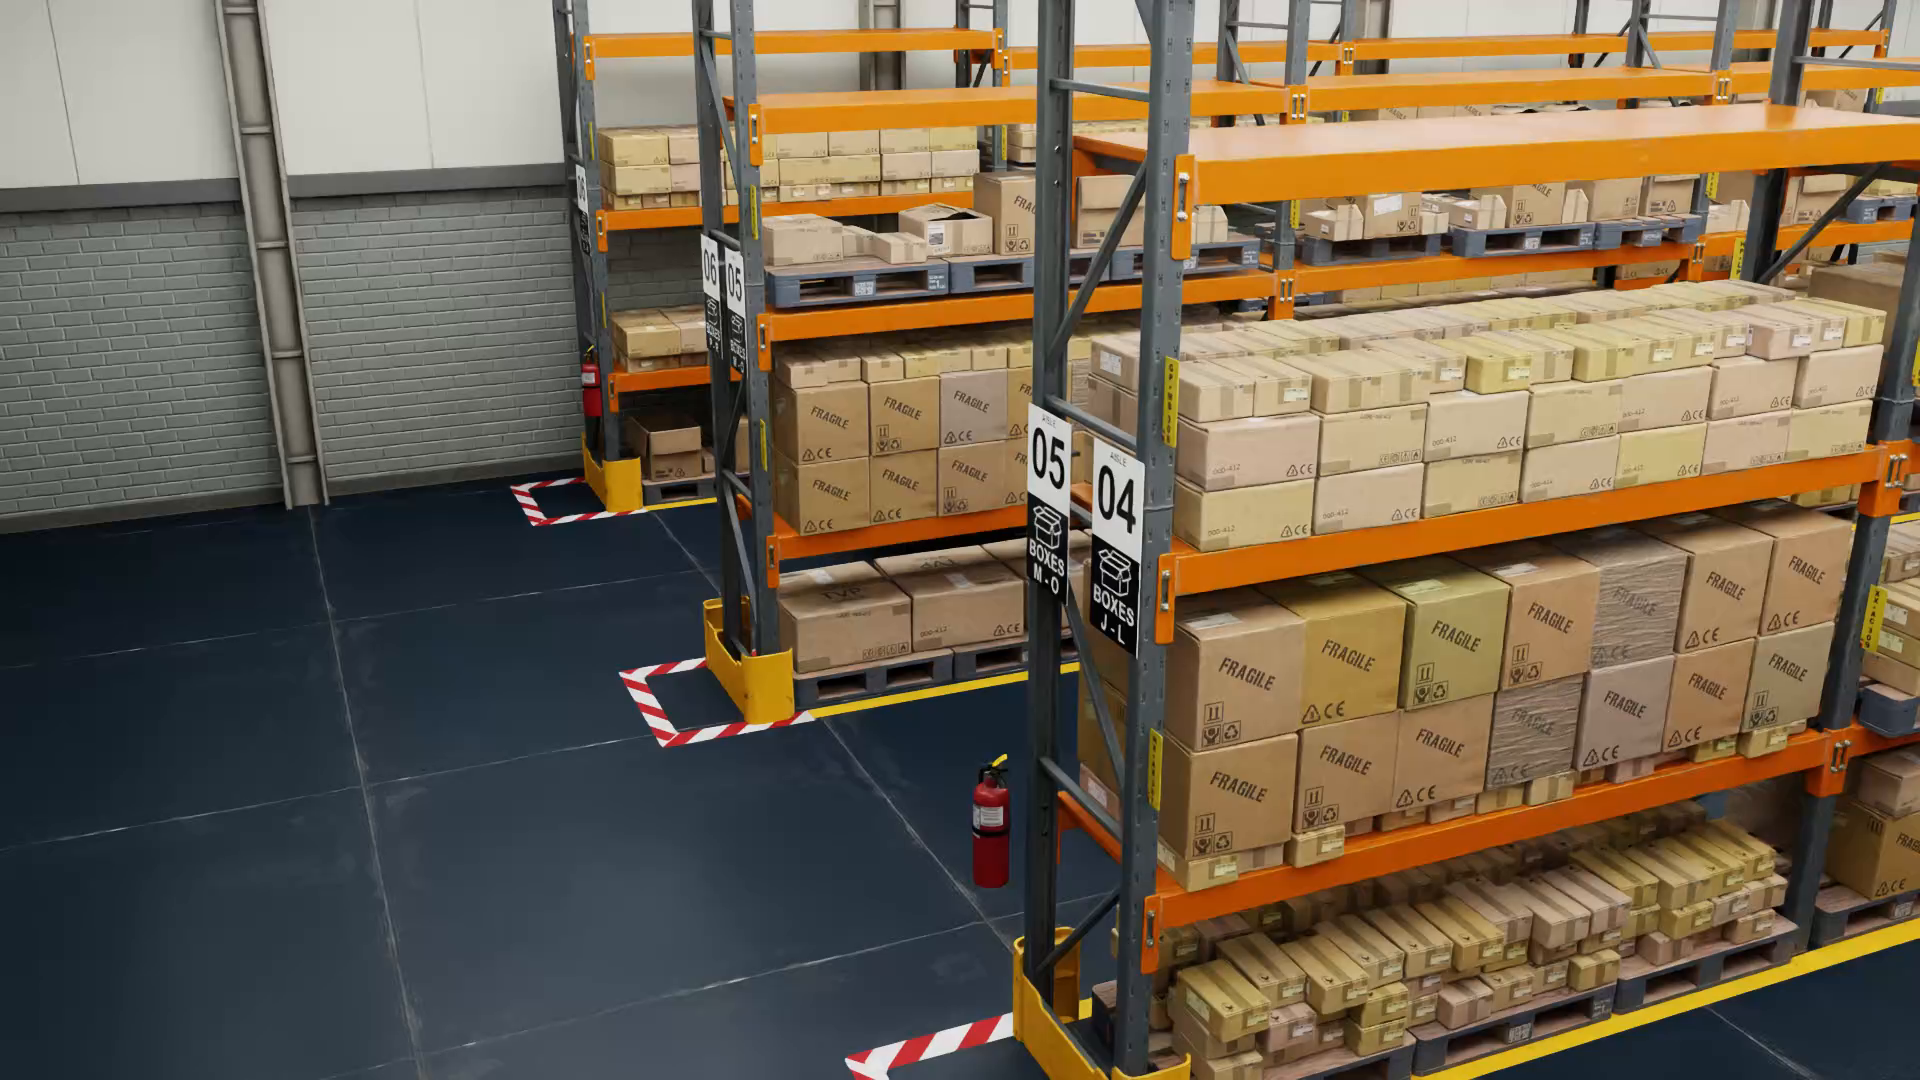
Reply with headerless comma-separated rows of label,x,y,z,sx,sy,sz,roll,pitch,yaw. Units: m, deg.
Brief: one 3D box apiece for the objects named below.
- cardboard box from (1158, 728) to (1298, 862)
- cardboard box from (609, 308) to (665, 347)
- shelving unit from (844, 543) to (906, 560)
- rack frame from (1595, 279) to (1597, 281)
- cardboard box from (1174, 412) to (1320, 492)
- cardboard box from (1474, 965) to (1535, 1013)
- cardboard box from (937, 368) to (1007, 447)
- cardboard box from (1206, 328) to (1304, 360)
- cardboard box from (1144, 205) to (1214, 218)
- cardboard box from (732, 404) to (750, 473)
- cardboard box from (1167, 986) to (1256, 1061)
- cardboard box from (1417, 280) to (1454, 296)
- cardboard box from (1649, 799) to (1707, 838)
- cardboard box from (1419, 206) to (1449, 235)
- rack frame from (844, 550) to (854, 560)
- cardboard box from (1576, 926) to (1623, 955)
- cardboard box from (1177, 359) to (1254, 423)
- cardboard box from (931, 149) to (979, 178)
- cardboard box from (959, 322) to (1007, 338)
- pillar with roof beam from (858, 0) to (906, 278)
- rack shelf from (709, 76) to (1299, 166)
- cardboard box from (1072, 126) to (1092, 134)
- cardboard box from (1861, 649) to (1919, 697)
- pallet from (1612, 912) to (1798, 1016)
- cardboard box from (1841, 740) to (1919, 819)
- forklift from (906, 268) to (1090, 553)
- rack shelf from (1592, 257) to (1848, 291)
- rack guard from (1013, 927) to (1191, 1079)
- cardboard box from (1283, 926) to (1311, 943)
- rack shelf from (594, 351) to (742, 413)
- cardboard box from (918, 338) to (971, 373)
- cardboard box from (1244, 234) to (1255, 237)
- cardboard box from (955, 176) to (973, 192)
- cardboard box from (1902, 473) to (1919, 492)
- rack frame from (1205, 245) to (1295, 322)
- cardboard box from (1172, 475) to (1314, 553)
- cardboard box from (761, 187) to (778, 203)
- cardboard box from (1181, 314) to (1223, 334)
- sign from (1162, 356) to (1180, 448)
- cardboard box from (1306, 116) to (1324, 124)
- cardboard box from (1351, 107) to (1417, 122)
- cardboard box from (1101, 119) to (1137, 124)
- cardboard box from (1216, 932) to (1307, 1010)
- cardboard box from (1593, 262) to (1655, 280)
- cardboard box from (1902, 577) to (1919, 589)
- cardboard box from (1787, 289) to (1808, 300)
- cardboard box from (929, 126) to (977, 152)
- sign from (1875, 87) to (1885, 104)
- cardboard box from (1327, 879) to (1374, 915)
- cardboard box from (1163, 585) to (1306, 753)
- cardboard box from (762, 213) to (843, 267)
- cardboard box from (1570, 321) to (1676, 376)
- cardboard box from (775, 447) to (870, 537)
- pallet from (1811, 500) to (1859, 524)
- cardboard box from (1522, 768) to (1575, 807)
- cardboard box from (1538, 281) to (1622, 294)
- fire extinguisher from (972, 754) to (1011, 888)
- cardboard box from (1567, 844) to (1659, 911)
cardboard box,1.079,0.992,7.089,0.500,0.500,0.500,-7,21,-19
cardboard box,-3.148,-2.066,16.151,0.500,0.250,0.500,-8,21,-20
shelving unit,-0.753,-0.461,14.524,0.503,1.200,0.258,-8,21,-21
rack frame,7.553,-3.434,20.257,0.127,3.000,1.000,-8,21,-22
cardboard box,1.073,-0.405,6.613,0.500,0.250,0.500,-8,21,-21
cardboard box,2.581,2.122,8.139,0.250,0.149,0.380,-8,21,-22
cardboard box,-0.001,-0.977,11.624,0.500,0.500,0.500,-8,21,-22
cardboard box,1.247,-0.783,7.087,0.250,0.149,0.380,-9,21,-24
cardboard box,1.554,-2.562,12.332,0.500,0.500,0.500,-8,21,-21
cardboard box,-2.066,-1.026,16.551,0.500,0.500,0.700,-7,21,-20
cardboard box,1.140,2.170,7.555,0.250,0.149,0.380,-7,21,-20
cardboard box,5.318,-2.955,19.124,0.500,0.250,0.500,-9,21,-24
cardboard box,3.832,1.476,9.077,0.250,0.149,0.380,-7,21,-20
cardboard box,3.477,-2.430,12.611,0.250,0.166,0.380,-10,22,-26
rack frame,-0.978,-0.429,14.435,0.015,1.200,0.240,-8,21,-21
cardboard box,3.089,1.896,8.334,0.250,0.149,0.380,-8,21,-21
cardboard box,0.945,-0.587,6.528,0.250,0.149,0.380,-8,21,-22
cardboard box,-0.136,-3.726,16.348,0.500,0.250,0.500,-8,21,-22
cardboard box,0.153,-1.488,12.099,0.250,0.149,0.380,-7,21,-20
pillar with roof beam,0.916,-4.081,13.064,0.400,9.000,9.100,-8,21,-22
rack shelf,0.341,-2.907,11.413,4.000,0.370,1.077,-8,21,-22
cardboard box,1.122,-4.046,16.627,0.250,0.149,0.380,-9,21,-23
cardboard box,4.774,0.637,8.442,0.250,0.149,0.380,-9,21,-25
pallet,3.628,2.043,8.903,1.213,0.211,1.003,-8,21,-22
cardboard box,5.014,1.239,8.989,0.500,0.250,0.500,-9,21,-24
forklift,0.863,-1.521,14.929,3.031,2.935,1.130,-8,21,-21
rack shelf,9.389,-3.357,21.124,4.000,0.370,1.077,-8,21,-22
rack guard,0.627,2.323,7.670,0.348,0.500,1.175,-8,21,-22
cardboard box,1.693,1.931,8.232,0.250,0.149,0.380,-8,21,-23
rack shelf,-1.629,-1.779,16.641,4.000,0.370,1.077,-8,21,-22
cardboard box,-0.109,-1.275,11.494,0.250,0.149,0.380,-8,21,-21
cardboard box,3.346,-3.133,18.620,0.500,0.500,0.500,-7,21,-19
cardboard box,-0.006,-3.540,16.422,0.250,0.149,0.380,-8,21,-22
cardboard box,9.042,-0.809,16.128,0.625,0.372,0.950,-8,21,-21
rack frame,2.177,-0.868,12.971,0.127,3.000,1.000,-8,21,-22
cardboard box,1.071,-0.171,6.700,0.500,0.250,0.500,-7,21,-20
cardboard box,-1.898,-3.283,15.691,0.250,0.149,0.380,-8,21,-23
cardboard box,1.735,-1.554,12.285,0.250,0.149,0.380,-8,21,-21
sign,0.773,-0.507,6.114,0.005,0.325,0.100,-8,21,-22
cardboard box,3.682,-4.444,17.789,0.250,0.149,0.380,-7,21,-20
cardboard box,4.642,-4.636,18.221,0.500,0.500,0.500,-8,21,-21
cardboard box,1.644,-4.293,17.328,0.250,0.149,0.380,-8,21,-22
cardboard box,1.379,1.982,7.640,0.250,0.149,0.380,-8,21,-21
cardboard box,8.064,-3.460,20.180,0.500,0.500,0.500,-9,21,-23
cardboard box,5.028,0.318,8.453,0.250,0.149,0.380,-8,21,-20
cardboard box,7.315,-1.911,14.702,0.500,0.500,0.500,-8,21,-21
cardboard box,-0.161,-3.962,16.266,0.500,0.250,0.500,-8,21,-22
sign,11.428,-5.588,20.645,0.005,0.325,0.100,-8,21,-22
cardboard box,1.872,1.718,8.390,0.250,0.149,0.380,-7,21,-20
cardboard box,1.075,0.517,6.933,0.500,0.500,0.500,-8,21,-22
cardboard box,-1.118,-2.018,11.163,0.500,0.250,0.500,-10,22,-27
cardboard box,2.874,-0.837,7.240,0.250,0.149,0.380,-8,21,-22
cardboard box,-0.941,-0.365,11.390,0.500,0.500,0.500,-8,21,-22
pallet,7.686,-0.340,15.671,1.213,0.211,1.003,-8,21,-22
cardboard box,2.654,1.083,7.807,0.250,0.149,0.380,-8,21,-21
cardboard box,5.300,-1.923,14.310,0.500,0.500,0.500,-9,21,-24
fire extinguisher,0.144,1.259,7.607,0.183,0.674,0.296,-8,21,-22
cardboard box,3.293,1.711,8.409,0.250,0.149,0.380,-7,21,-20
